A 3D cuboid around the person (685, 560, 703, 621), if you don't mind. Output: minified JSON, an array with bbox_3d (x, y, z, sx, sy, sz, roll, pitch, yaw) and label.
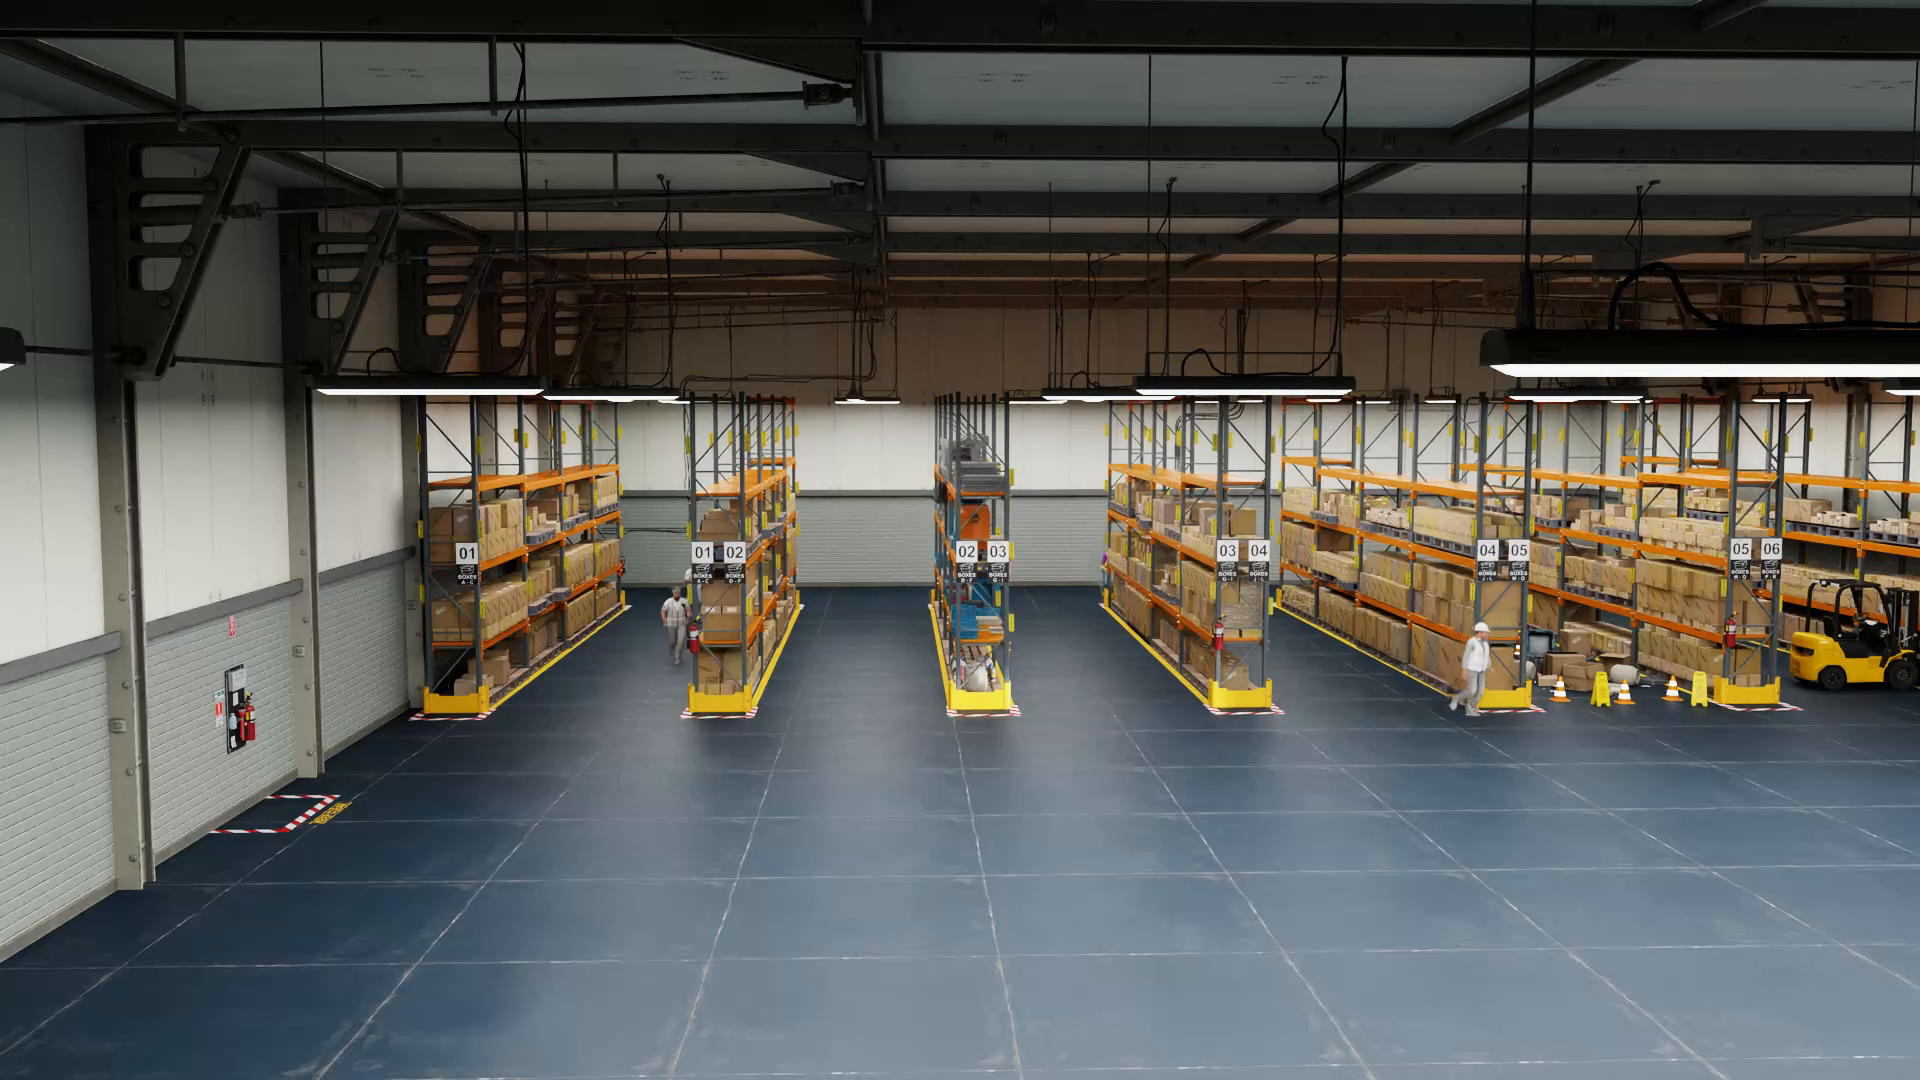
[{"bbox_3d":[-7.126,1.326,44.711,0.588,1.665,0.957,-2,5,-18],"label":"person"}]

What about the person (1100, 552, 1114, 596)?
[{"bbox_3d":[4.558,0.925,50.116,0.740,1.574,0.806,-3,5,-32],"label":"person"}]

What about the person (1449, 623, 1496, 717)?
[{"bbox_3d":[9.478,2.385,30.756,0.720,1.738,0.602,-3,5,-32],"label":"person"}]

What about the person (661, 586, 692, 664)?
[{"bbox_3d":[-6.360,1.886,37.325,0.677,1.740,0.636,-1,5,-15],"label":"person"}]
